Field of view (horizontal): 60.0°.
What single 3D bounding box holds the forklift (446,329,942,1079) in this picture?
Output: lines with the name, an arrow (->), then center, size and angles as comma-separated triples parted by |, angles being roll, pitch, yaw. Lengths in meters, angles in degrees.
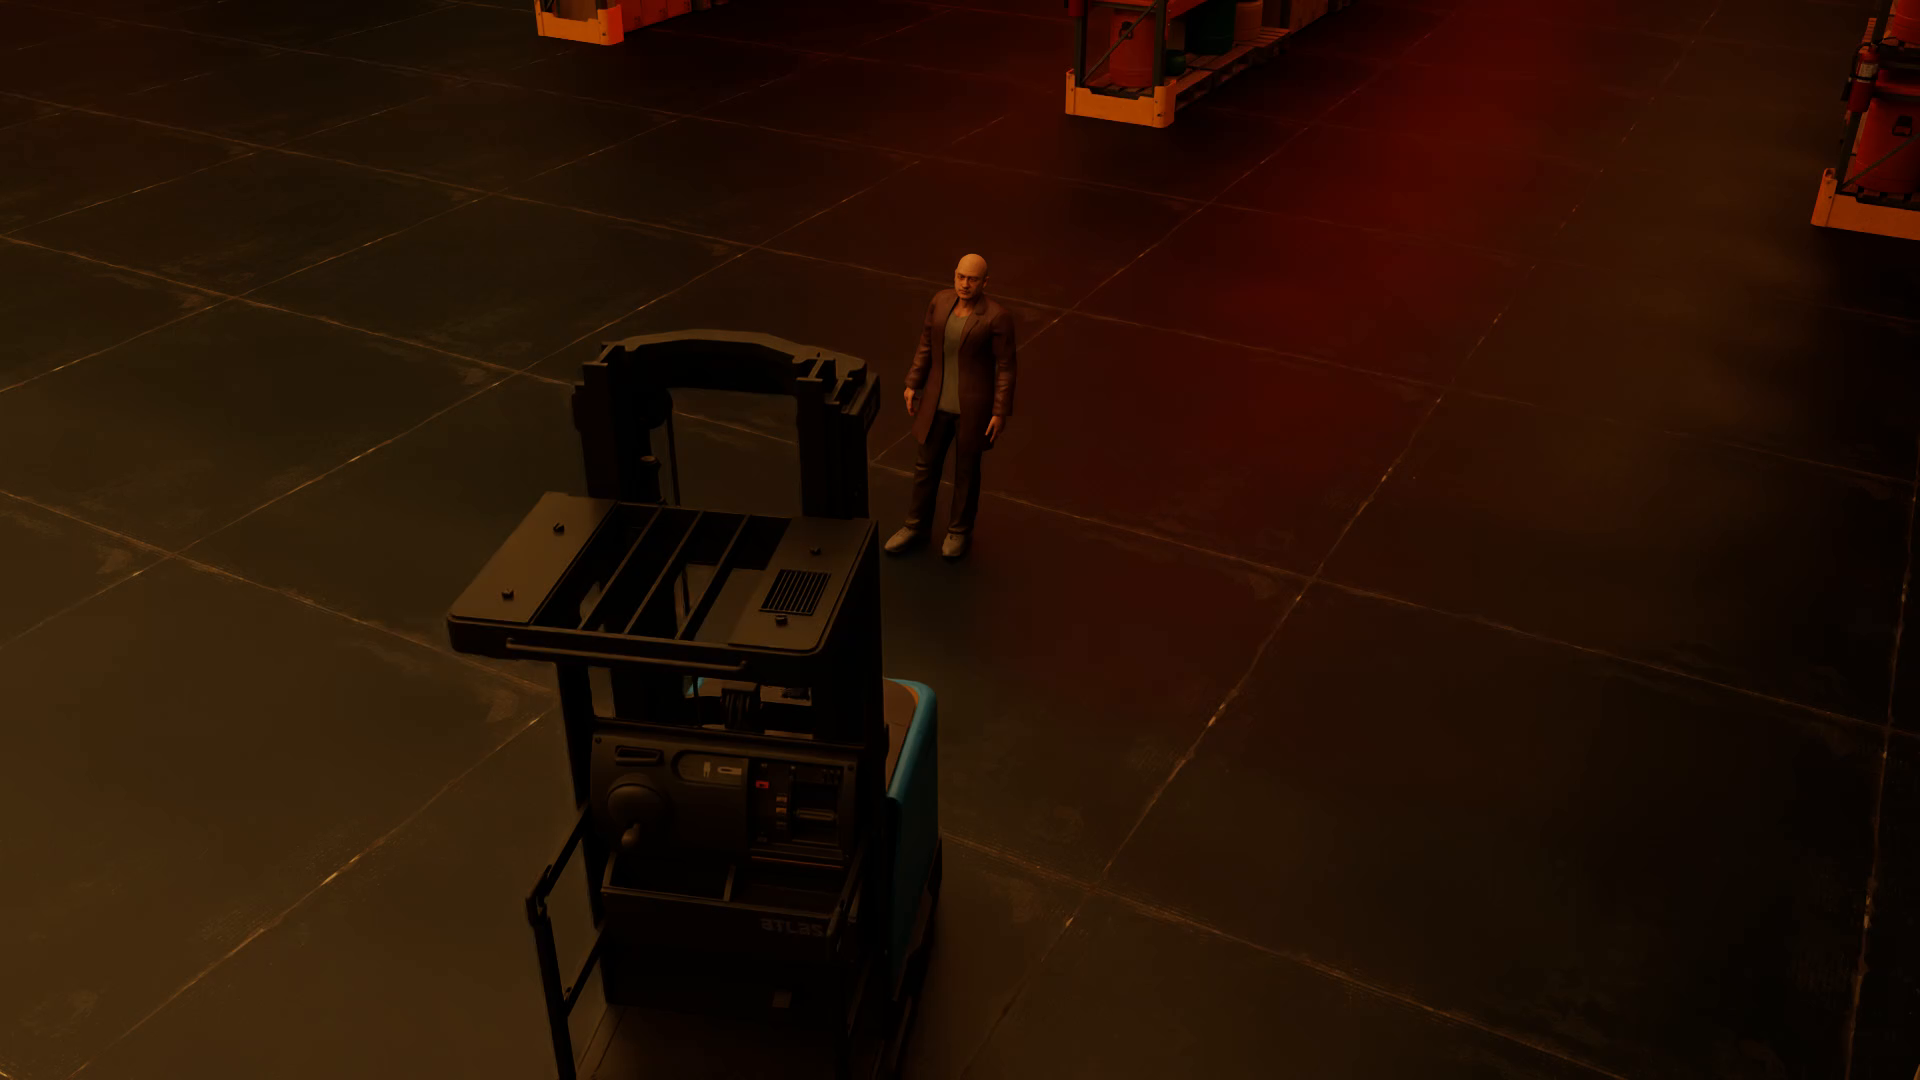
forklift -> -0.838, 0.929, 5.461 | 1.130, 2.935, 3.031 | 5, 30, 8

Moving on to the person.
person -> -0.048, -0.737, 9.487 | 0.698, 1.777, 0.579 | 15, 33, 25
